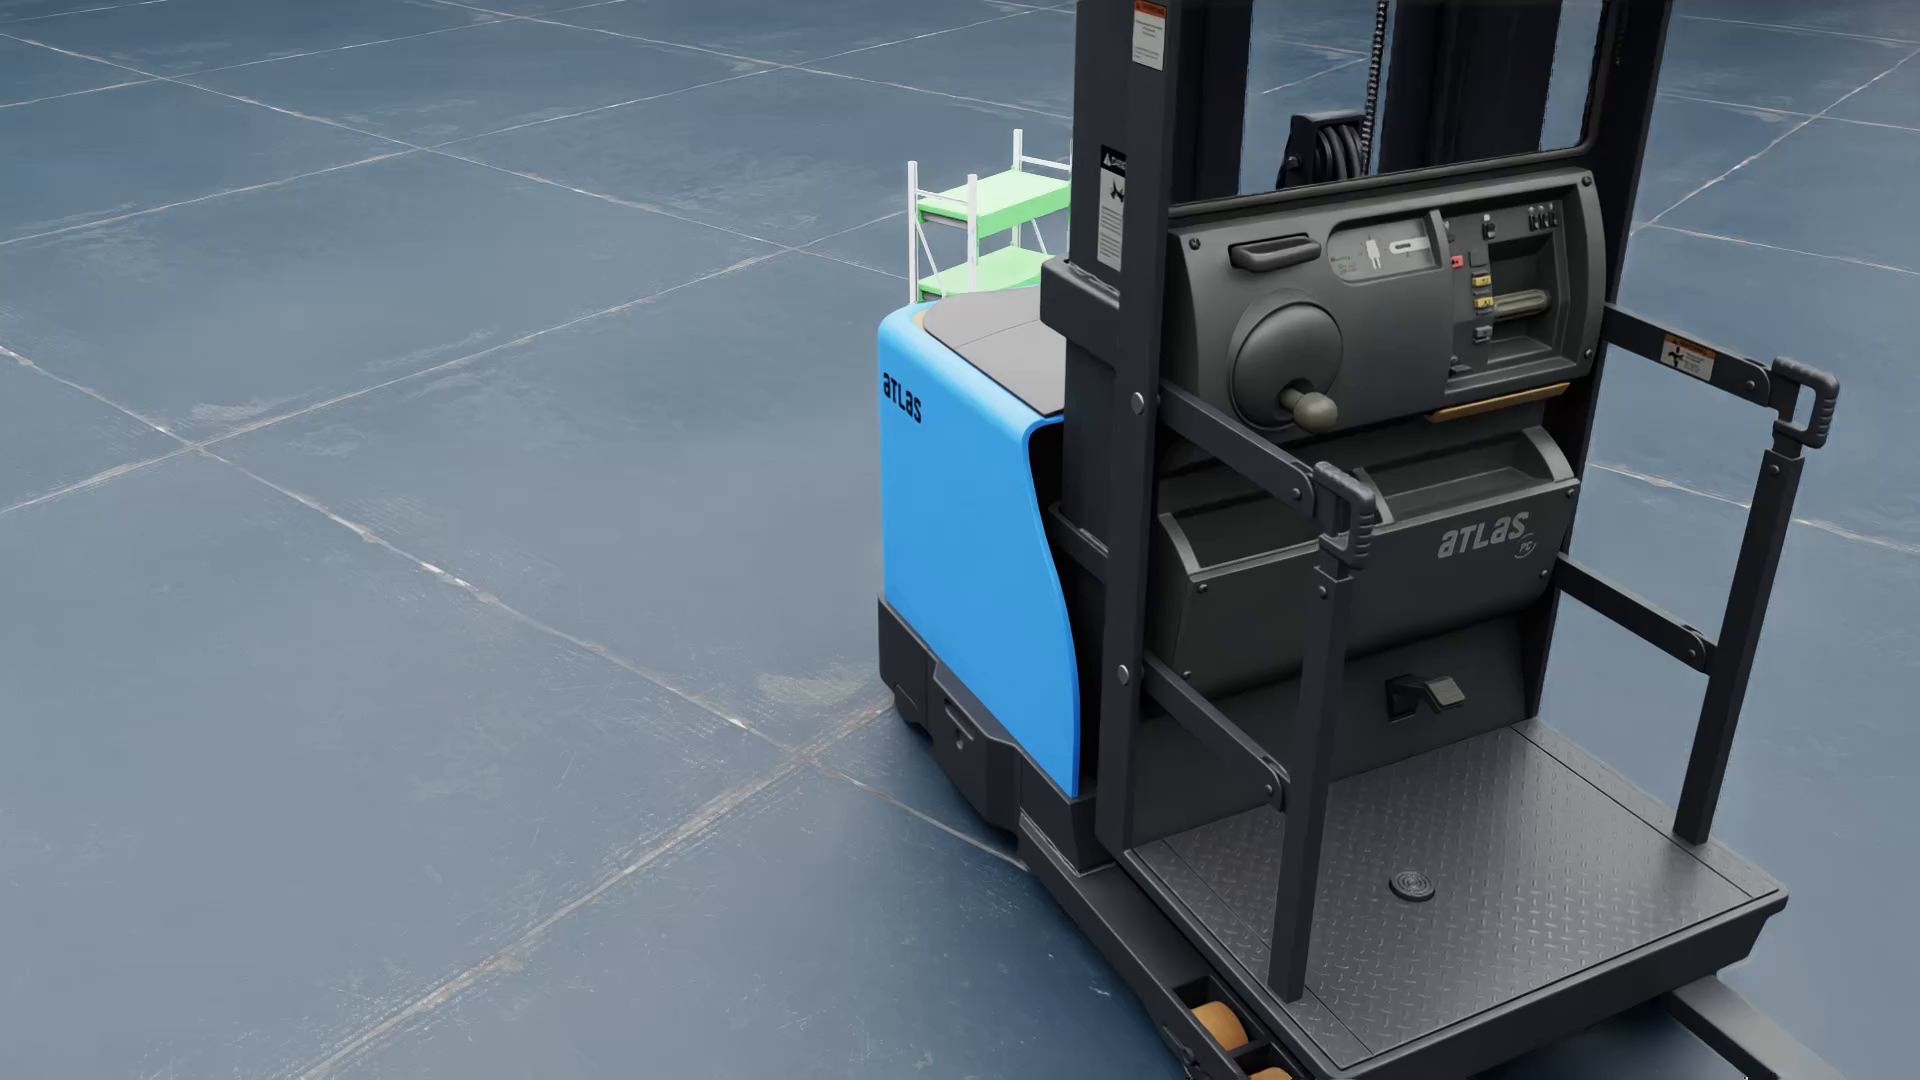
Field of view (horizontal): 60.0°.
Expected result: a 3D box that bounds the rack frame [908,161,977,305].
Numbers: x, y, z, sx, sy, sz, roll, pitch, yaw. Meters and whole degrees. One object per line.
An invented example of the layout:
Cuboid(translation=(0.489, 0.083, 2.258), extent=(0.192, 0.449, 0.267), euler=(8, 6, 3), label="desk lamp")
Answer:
Cuboid(translation=(-0.050, -0.505, 4.921), extent=(0.240, 1.200, 0.015), euler=(21, 34, 34), label="rack frame")

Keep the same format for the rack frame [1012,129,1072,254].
Cuboid(translation=(0.261, -0.678, 5.255), extent=(0.240, 1.200, 0.015), euler=(21, 34, 34), label="rack frame")

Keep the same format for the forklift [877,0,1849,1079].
Cuboid(translation=(0.895, -0.396, 2.826), extent=(1.130, 2.935, 3.031), euler=(-13, 30, -23), label="forklift")

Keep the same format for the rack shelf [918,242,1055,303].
Cuboid(translation=(0.105, -0.748, 5.007), extent=(0.258, 0.148, 0.480), euler=(21, 34, 34), label="rack shelf")

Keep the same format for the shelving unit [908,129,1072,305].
Cuboid(translation=(0.105, -0.592, 5.088), extent=(0.258, 1.200, 0.503), euler=(21, 34, 34), label="shelving unit")

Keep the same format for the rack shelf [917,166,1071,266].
Cuboid(translation=(0.105, -0.961, 4.897), extent=(0.258, 0.148, 0.480), euler=(21, 34, 34), label="rack shelf")
